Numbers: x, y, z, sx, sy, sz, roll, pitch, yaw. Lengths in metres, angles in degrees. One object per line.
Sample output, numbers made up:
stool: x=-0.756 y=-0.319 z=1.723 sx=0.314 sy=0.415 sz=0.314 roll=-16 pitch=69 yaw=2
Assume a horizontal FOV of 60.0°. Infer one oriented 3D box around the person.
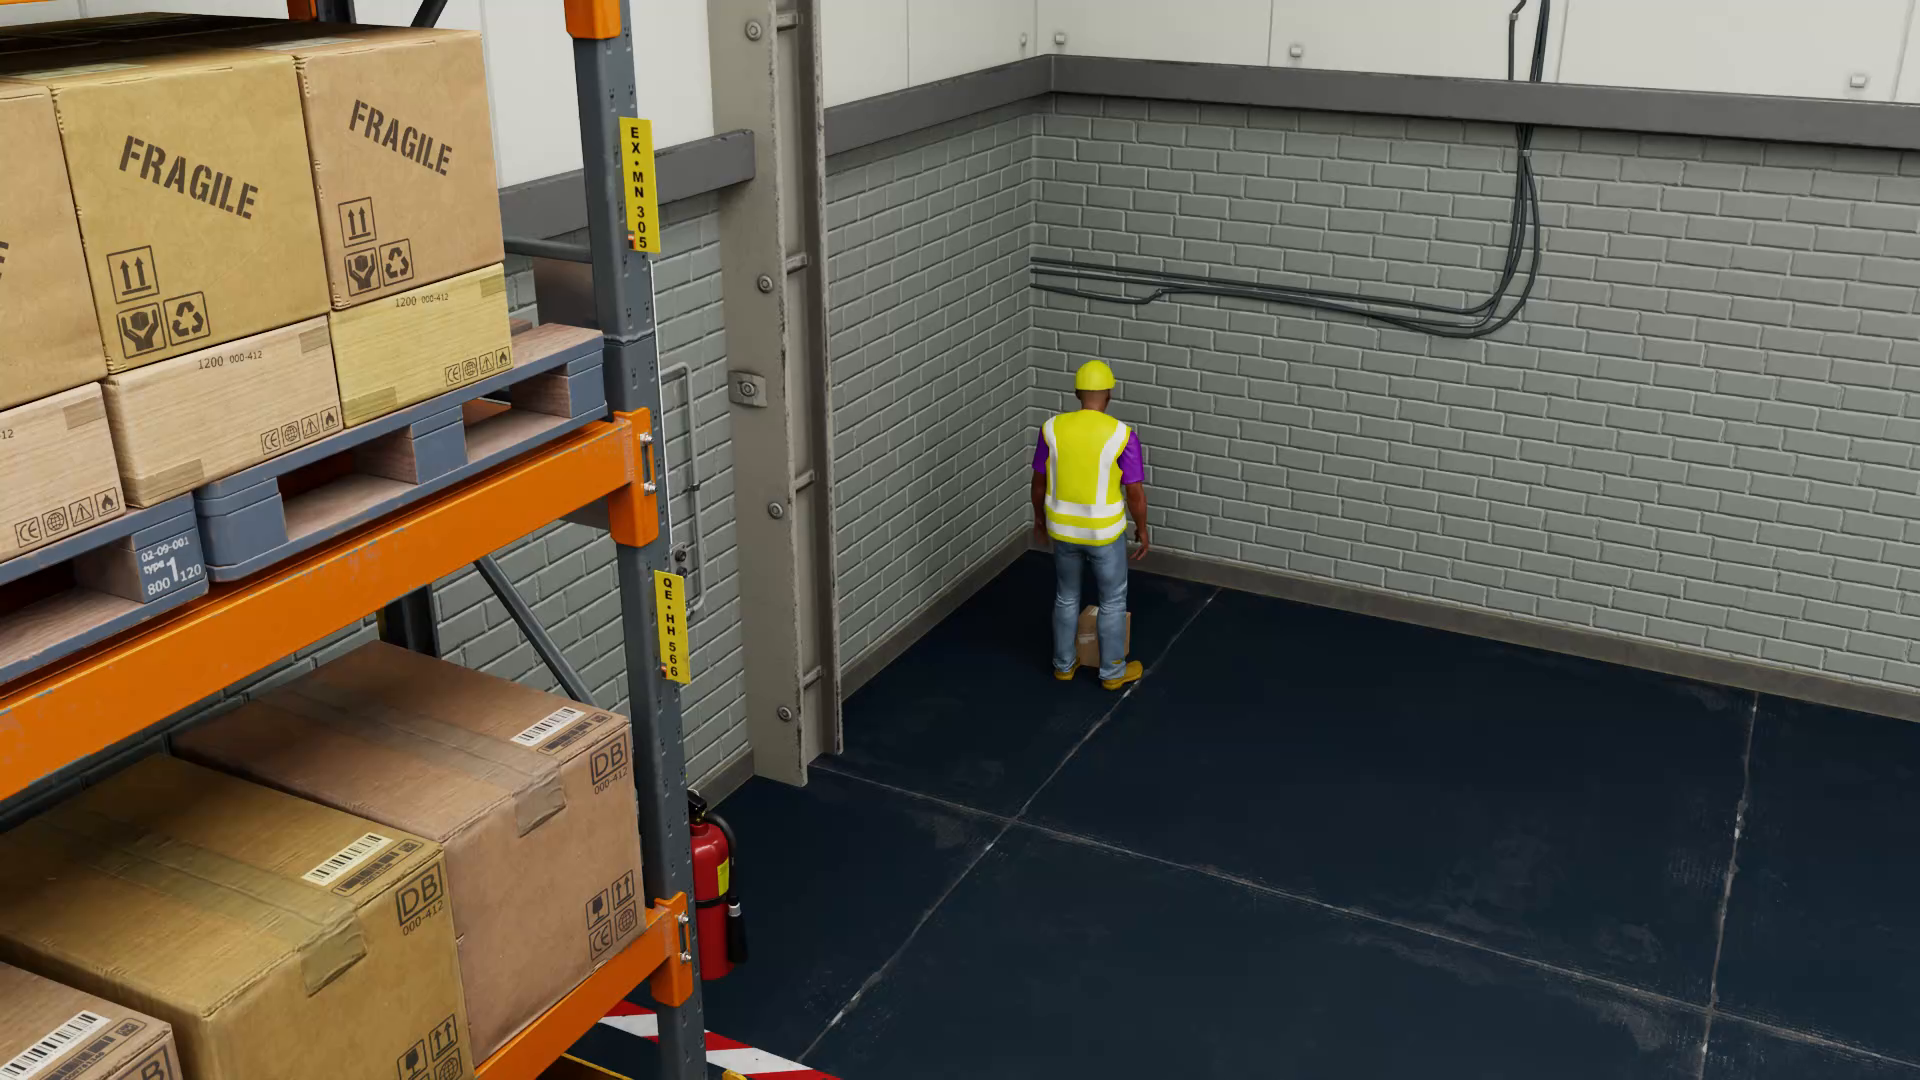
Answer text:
person: x=0.684 y=-0.076 z=8.756 sx=0.637 sy=1.757 sz=0.455 roll=10 pitch=25 yaw=22
